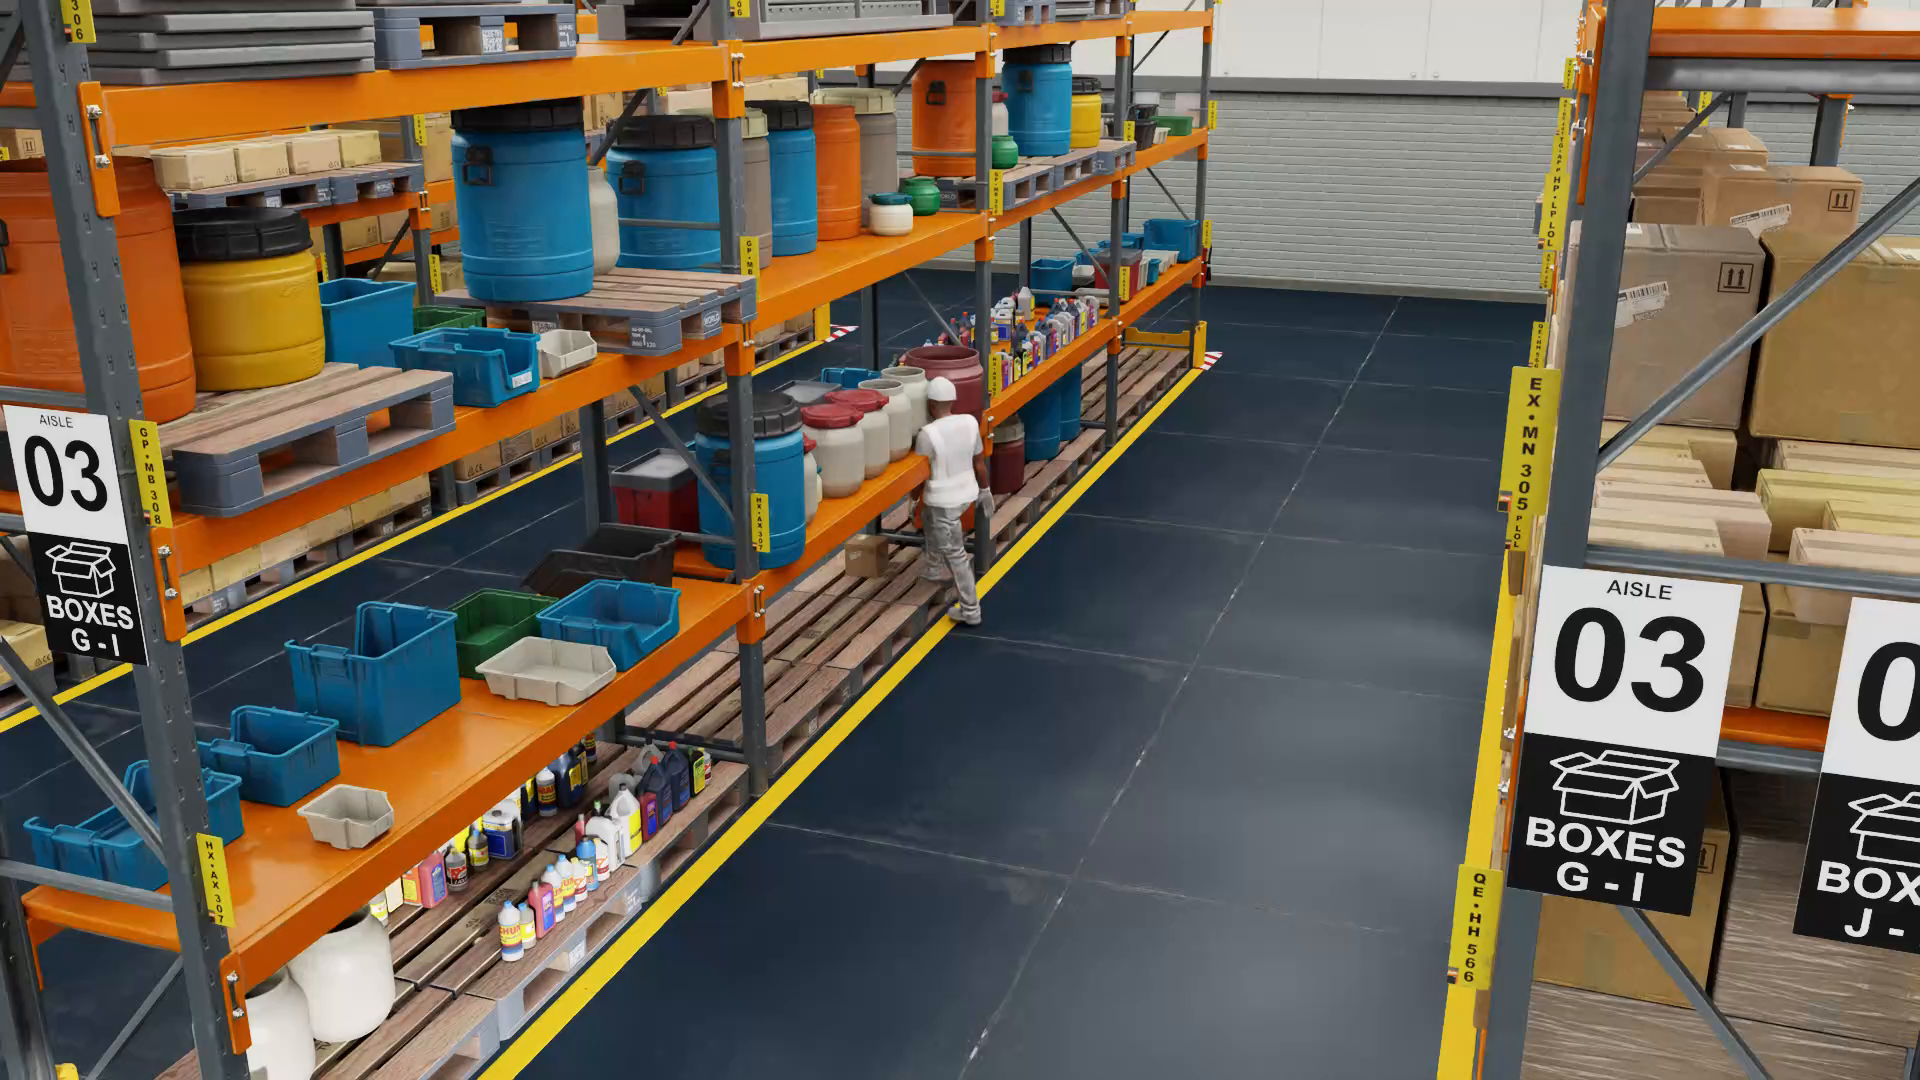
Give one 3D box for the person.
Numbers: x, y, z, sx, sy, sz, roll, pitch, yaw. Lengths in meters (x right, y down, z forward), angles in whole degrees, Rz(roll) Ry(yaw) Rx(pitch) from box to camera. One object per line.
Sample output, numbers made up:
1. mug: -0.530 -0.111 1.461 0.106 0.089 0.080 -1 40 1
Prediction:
1. person: -0.164 -0.313 11.890 0.801 1.762 0.590 16 25 40
